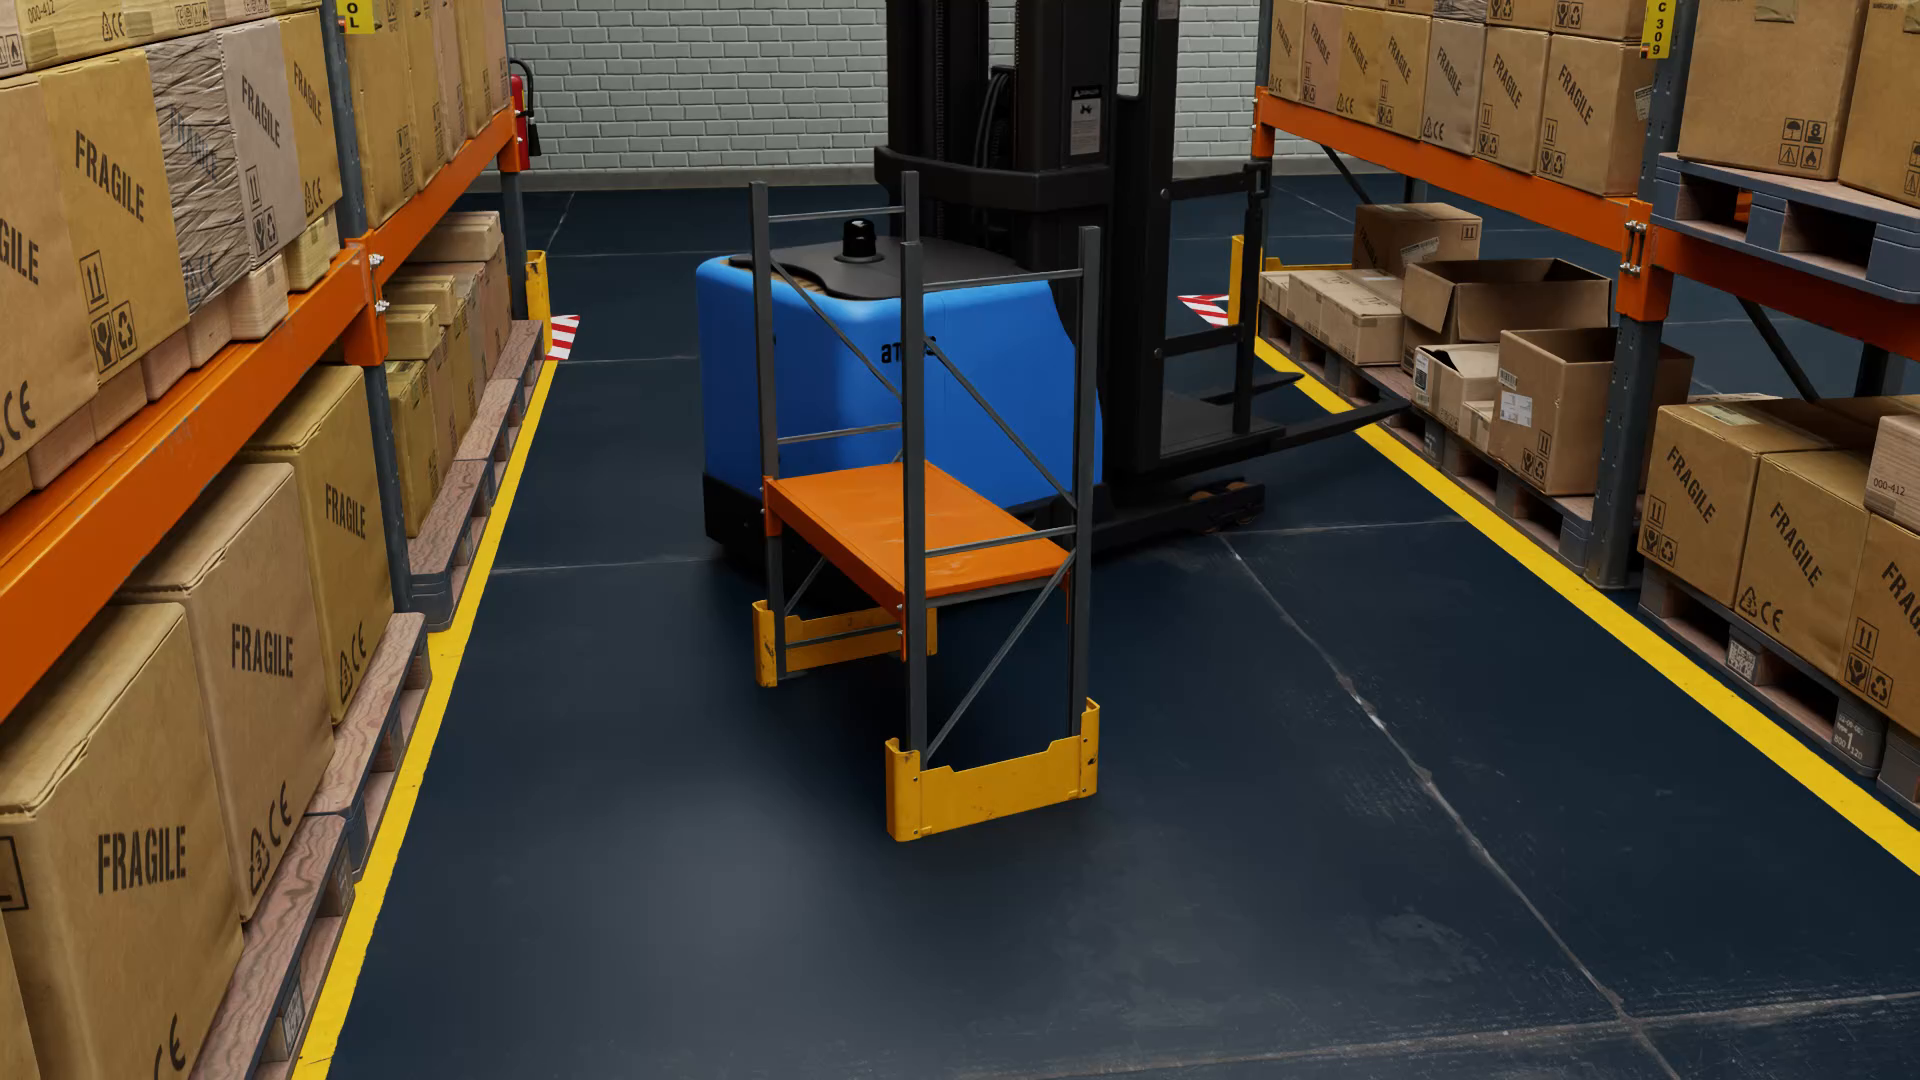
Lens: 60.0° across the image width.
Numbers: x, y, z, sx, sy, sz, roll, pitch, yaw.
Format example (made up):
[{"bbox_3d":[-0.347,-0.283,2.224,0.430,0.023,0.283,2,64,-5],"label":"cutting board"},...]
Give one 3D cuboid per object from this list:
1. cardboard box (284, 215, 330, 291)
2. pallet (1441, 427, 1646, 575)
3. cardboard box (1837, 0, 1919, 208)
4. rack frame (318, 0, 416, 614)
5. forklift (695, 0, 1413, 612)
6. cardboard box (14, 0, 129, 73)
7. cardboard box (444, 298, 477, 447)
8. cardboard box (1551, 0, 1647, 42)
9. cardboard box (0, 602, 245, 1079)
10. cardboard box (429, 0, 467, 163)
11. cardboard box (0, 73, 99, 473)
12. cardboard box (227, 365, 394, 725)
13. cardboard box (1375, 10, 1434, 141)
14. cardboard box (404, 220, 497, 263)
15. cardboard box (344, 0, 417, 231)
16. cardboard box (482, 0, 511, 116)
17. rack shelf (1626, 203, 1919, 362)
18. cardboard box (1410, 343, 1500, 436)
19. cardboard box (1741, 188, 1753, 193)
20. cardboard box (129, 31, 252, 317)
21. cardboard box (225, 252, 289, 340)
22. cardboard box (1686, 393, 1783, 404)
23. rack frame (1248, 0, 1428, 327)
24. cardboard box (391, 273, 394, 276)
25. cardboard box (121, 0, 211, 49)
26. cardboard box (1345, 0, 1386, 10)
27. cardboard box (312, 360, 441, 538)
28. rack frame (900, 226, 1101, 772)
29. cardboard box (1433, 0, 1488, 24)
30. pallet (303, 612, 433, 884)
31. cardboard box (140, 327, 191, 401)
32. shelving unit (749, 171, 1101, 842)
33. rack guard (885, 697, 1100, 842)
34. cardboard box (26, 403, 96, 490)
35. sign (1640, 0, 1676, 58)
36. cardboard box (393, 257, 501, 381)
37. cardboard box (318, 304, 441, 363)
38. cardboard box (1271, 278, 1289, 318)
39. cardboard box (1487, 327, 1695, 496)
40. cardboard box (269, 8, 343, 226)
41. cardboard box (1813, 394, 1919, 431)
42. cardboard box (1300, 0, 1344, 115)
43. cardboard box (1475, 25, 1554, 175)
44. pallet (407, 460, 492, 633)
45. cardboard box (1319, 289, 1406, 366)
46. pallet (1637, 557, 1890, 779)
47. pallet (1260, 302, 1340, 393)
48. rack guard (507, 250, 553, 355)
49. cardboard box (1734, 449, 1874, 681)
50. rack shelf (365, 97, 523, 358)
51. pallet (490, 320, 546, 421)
[{"bbox_3d":[-1.821,-0.723,4.196,0.380,0.149,0.250,-3,21,-7],"label":"cardboard box"},{"bbox_3d":[2.593,-0.203,6.459,1.003,0.211,1.213,-3,21,-8],"label":"pallet"},{"bbox_3d":[2.700,-1.105,4.145,0.700,0.500,0.500,0,20,1],"label":"cardboard box"},{"bbox_3d":[-2.210,-1.021,4.661,1.000,3.000,0.127,-3,21,-8],"label":"rack frame"},{"bbox_3d":[0.548,-1.520,6.097,3.031,2.935,1.130,-15,25,-35],"label":"forklift"},{"bbox_3d":[-1.678,-0.888,2.638,0.500,0.250,0.500,-3,21,-9],"label":"cardboard box"},{"bbox_3d":[-2.357,-0.662,6.675,0.700,0.500,0.500,-2,21,-6],"label":"cardboard box"},{"bbox_3d":[2.362,-1.949,5.575,0.500,0.500,0.500,-3,21,-7],"label":"cardboard box"},{"bbox_3d":[-1.729,0.610,2.768,0.750,0.750,0.750,-3,21,-8],"label":"cardboard box"},{"bbox_3d":[-2.486,-1.854,6.465,0.980,0.700,0.700,-4,21,-10],"label":"cardboard box"},{"bbox_3d":[-1.587,-0.366,2.312,0.500,0.500,0.500,-3,21,-8],"label":"cardboard box"},{"bbox_3d":[-1.988,0.008,4.379,0.750,0.750,0.750,-3,21,-7],"label":"cardboard box"},{"bbox_3d":[2.137,-2.011,7.171,0.500,0.500,0.500,-3,21,-7],"label":"cardboard box"},{"bbox_3d":[-2.350,-1.374,7.653,0.380,0.149,0.250,-2,21,-6],"label":"cardboard box"},{"bbox_3d":[-2.272,-1.350,5.114,0.980,0.700,0.700,-3,21,-7],"label":"cardboard box"},{"bbox_3d":[-2.703,-2.370,7.846,0.980,0.700,0.700,-2,21,-5],"label":"cardboard box"},{"bbox_3d":[2.980,-0.242,3.606,1.077,0.370,4.000,-3,21,-8],"label":"rack shelf"},{"bbox_3d":[2.221,-0.661,6.912,0.500,0.311,0.500,-3,21,-8],"label":"cardboard box"},{"bbox_3d":[2.888,-1.509,5.826,0.500,0.500,0.500,-2,21,-6],"label":"cardboard box"},{"bbox_3d":[-1.747,-0.718,3.256,0.500,0.500,0.500,-3,21,-8],"label":"cardboard box"},{"bbox_3d":[-1.732,-0.543,3.713,0.380,0.149,0.250,-3,21,-8],"label":"cardboard box"},{"bbox_3d":[2.845,-0.374,6.146,0.500,0.311,0.500,-3,21,-8],"label":"cardboard box"},{"bbox_3d":[2.115,-2.657,9.042,1.000,3.000,0.127,-3,21,-8],"label":"rack frame"},{"bbox_3d":[-2.656,-1.181,7.136,0.380,0.149,0.250,-3,21,-7],"label":"cardboard box"},{"bbox_3d":[-1.752,-1.064,3.111,0.500,0.250,0.500,-3,21,-7],"label":"cardboard box"},{"bbox_3d":[2.068,-2.651,7.454,0.500,0.500,0.500,-3,21,-7],"label":"cardboard box"},{"bbox_3d":[-2.216,-0.310,5.732,0.700,0.500,0.500,-3,21,-7],"label":"cardboard box"},{"bbox_3d":[0.097,0.007,4.053,0.500,1.500,0.032,-10,23,-24],"label":"rack frame"},{"bbox_3d":[2.213,-2.301,6.517,0.500,0.500,0.500,-3,21,-7],"label":"cardboard box"},{"bbox_3d":[-2.024,0.549,4.444,1.003,0.211,1.213,-3,21,-8],"label":"pallet"},{"bbox_3d":[-1.741,-0.367,3.243,0.380,0.149,0.250,-3,21,-9],"label":"cardboard box"},{"bbox_3d":[-0.129,-0.155,4.488,0.587,1.500,1.083,-10,23,-24],"label":"shelving unit"},{"bbox_3d":[0.089,0.587,4.288,0.587,0.250,0.087,-10,23,-24],"label":"rack guard"},{"bbox_3d":[-1.683,-0.184,2.751,0.380,0.149,0.250,-3,21,-7],"label":"cardboard box"},{"bbox_3d":[2.156,-1.647,5.102,0.100,0.325,0.005,-3,21,-8],"label":"sign"},{"bbox_3d":[-2.514,-1.021,7.634,0.700,0.500,0.500,-3,21,-8],"label":"cardboard box"},{"bbox_3d":[-2.085,-0.742,5.961,0.380,0.149,0.250,-2,21,-6],"label":"cardboard box"},{"bbox_3d":[1.871,-1.287,8.794,0.380,0.166,0.250,-3,21,-8],"label":"cardboard box"},{"bbox_3d":[2.329,-0.490,6.184,0.500,0.500,0.500,-3,21,-8],"label":"cardboard box"},{"bbox_3d":[-1.894,-1.069,4.195,0.500,0.500,0.500,-3,21,-9],"label":"cardboard box"},{"bbox_3d":[3.046,-0.150,5.276,0.500,0.500,0.500,-3,21,-8],"label":"cardboard box"},{"bbox_3d":[1.998,-2.358,8.100,0.500,0.500,0.500,-3,21,-8],"label":"cardboard box"},{"bbox_3d":[2.290,-1.657,6.223,0.500,0.500,0.500,-2,21,-6],"label":"cardboard box"},{"bbox_3d":[-2.242,0.019,5.865,1.003,0.211,1.213,-3,21,-8],"label":"pallet"},{"bbox_3d":[2.057,-1.026,7.977,0.500,0.250,0.500,-3,21,-8],"label":"cardboard box"},{"bbox_3d":[2.846,0.314,5.073,1.003,0.211,1.213,-3,21,-8],"label":"pallet"},{"bbox_3d":[2.242,-1.048,8.720,1.003,0.211,1.213,-3,21,-8],"label":"pallet"},{"bbox_3d":[-2.790,-1.243,8.829,1.175,0.500,0.348,-3,21,-8],"label":"rack guard"},{"bbox_3d":[2.608,0.057,4.720,0.500,0.500,0.500,-3,21,-7],"label":"cardboard box"},{"bbox_3d":[-2.498,-1.376,6.641,1.077,0.370,4.000,-3,21,-8],"label":"rack shelf"},{"bbox_3d":[-2.594,-0.826,8.127,1.003,0.211,1.213,-3,21,-8],"label":"pallet"}]
